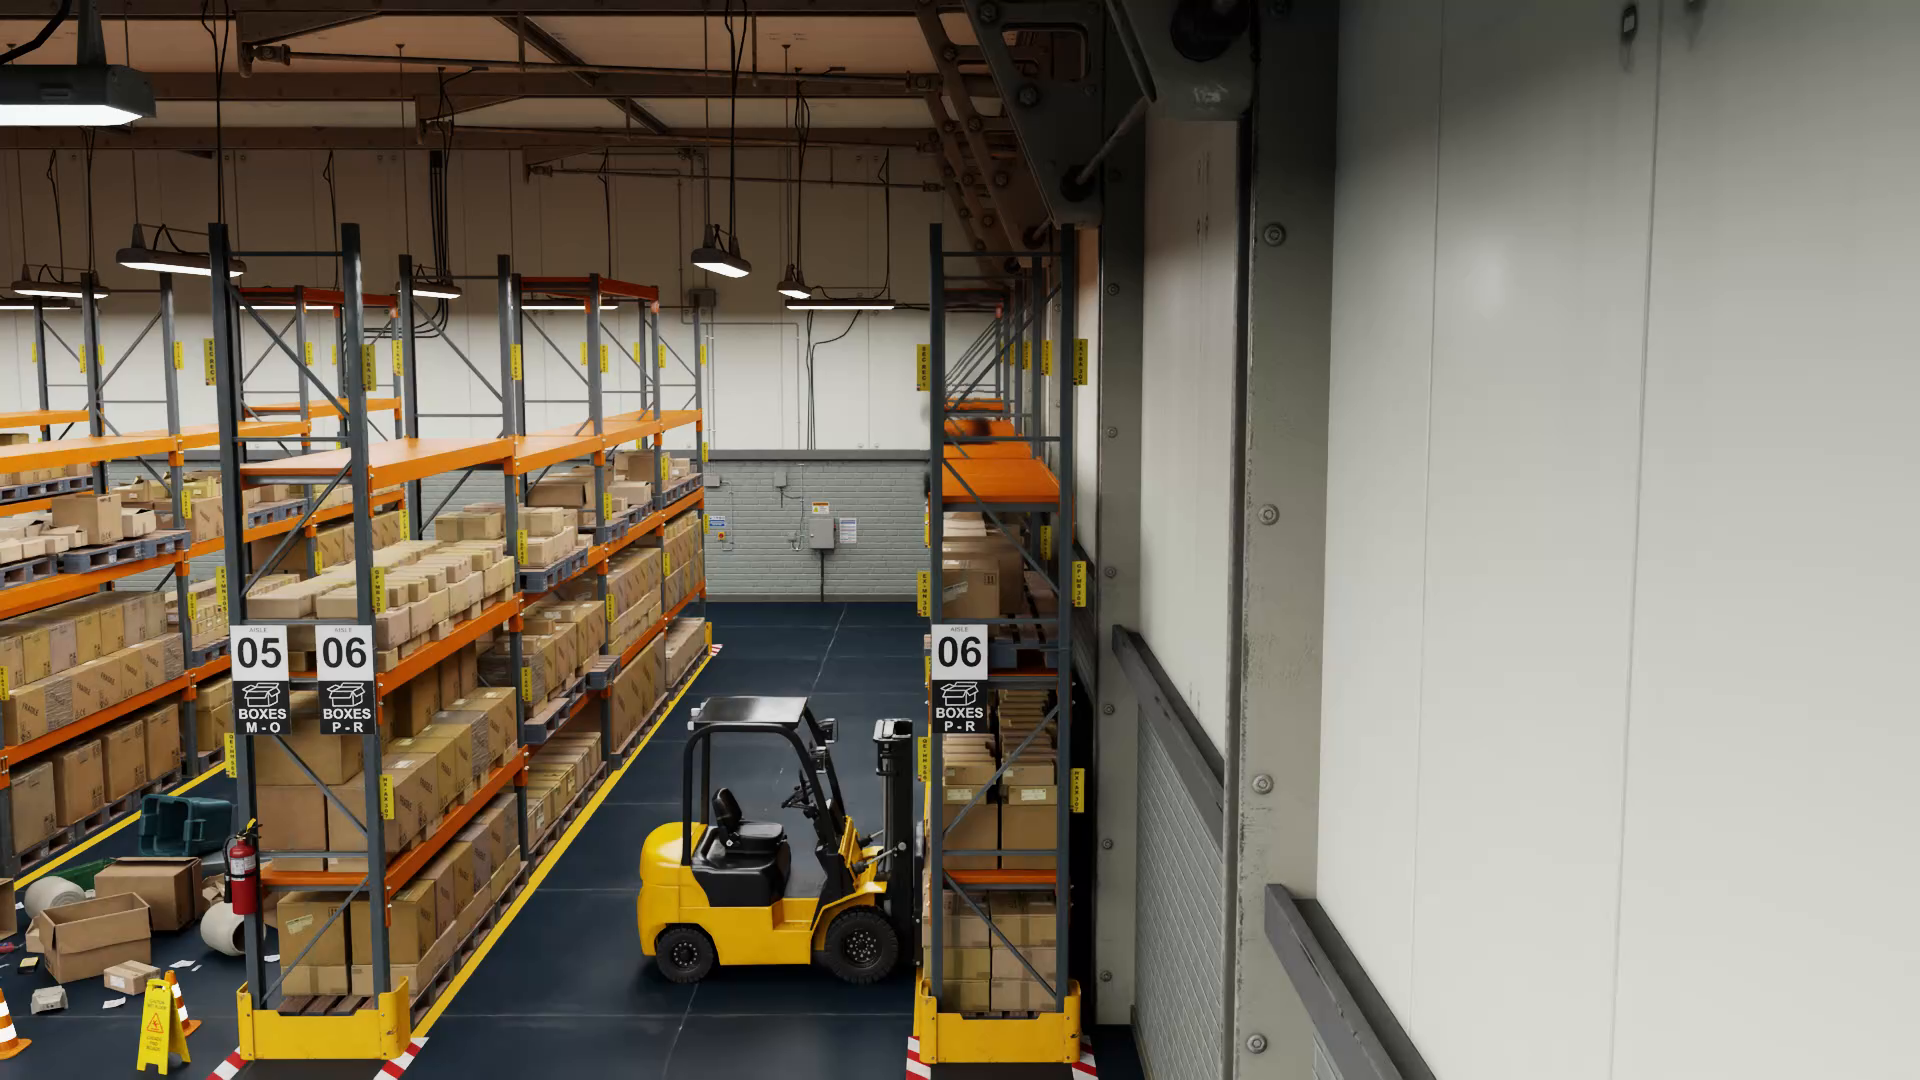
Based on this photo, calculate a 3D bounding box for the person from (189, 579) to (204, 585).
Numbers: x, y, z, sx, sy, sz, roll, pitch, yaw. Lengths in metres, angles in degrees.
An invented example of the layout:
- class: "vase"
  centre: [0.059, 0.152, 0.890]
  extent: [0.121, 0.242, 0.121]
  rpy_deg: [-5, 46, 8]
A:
- class: "person"
  centre: [-11.521, 1.402, 25.172]
  extent: [0.620, 1.657, 0.561]
  rpy_deg: [0, 7, 4]
